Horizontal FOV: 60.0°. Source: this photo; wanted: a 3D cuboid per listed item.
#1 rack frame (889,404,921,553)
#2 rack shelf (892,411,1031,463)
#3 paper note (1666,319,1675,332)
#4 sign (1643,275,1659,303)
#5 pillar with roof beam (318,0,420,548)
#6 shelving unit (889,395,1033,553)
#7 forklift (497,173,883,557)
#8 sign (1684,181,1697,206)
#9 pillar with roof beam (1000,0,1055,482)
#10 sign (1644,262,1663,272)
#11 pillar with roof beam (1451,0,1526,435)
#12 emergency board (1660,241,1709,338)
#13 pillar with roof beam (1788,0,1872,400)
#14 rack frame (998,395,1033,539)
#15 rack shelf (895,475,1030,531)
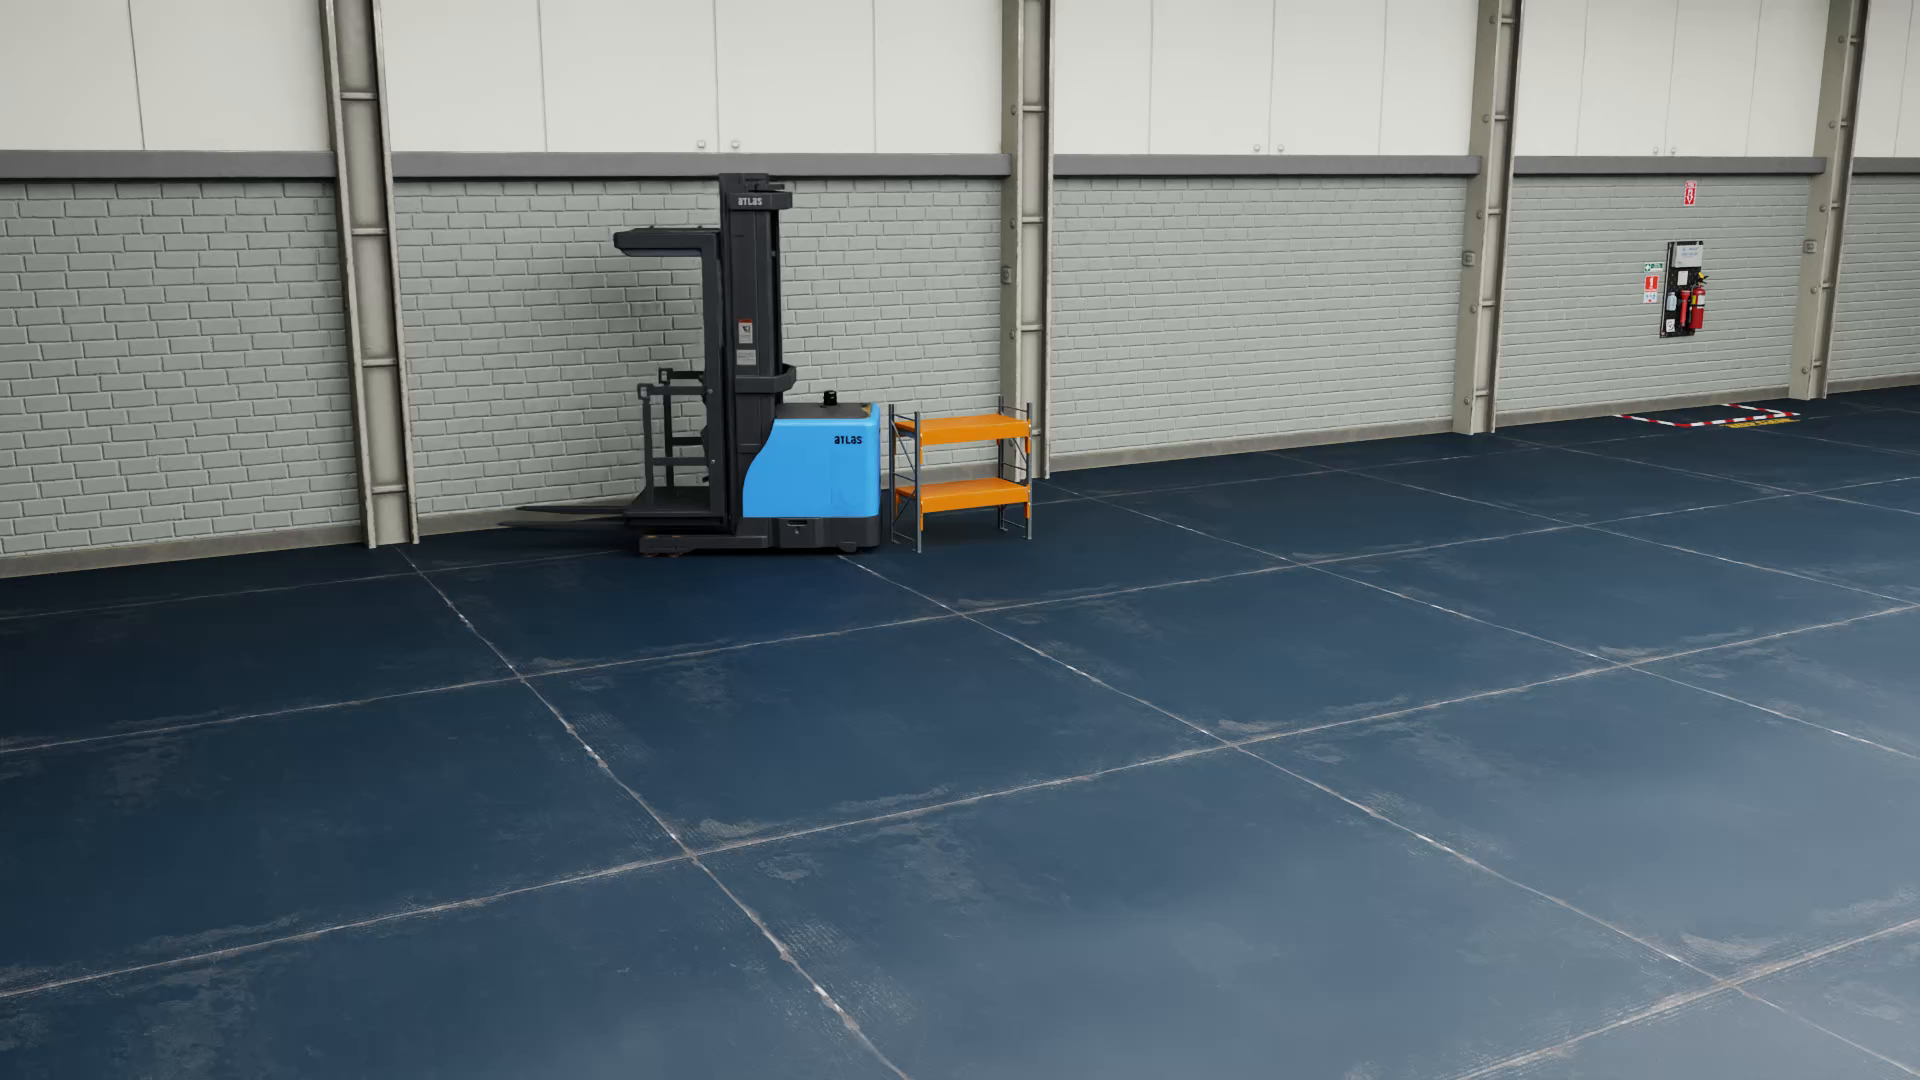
[{"bbox_3d":[-0.440,-0.496,13.251,0.032,1.125,0.500,-7,14,-28],"label":"rack frame"},{"bbox_3d":[0.006,-0.835,13.425,1.000,0.278,0.538,-7,14,-28],"label":"rack shelf"},{"bbox_3d":[8.792,-2.652,20.569,0.142,0.148,0.016,-7,14,-28],"label":"paper note"},{"bbox_3d":[8.445,-3.067,20.322,0.234,0.329,0.001,-7,14,-28],"label":"sign"},{"bbox_3d":[-2.569,-3.544,8.859,0.400,9.000,9.100,-7,14,-28],"label":"pillar with roof beam"},{"bbox_3d":[0.006,-0.549,13.489,1.048,1.125,0.538,-7,14,-28],"label":"shelving unit"},{"bbox_3d":[-2.154,-1.415,13.219,3.031,2.935,1.130,0,13,-1],"label":"forklift"},{"bbox_3d":[8.925,-4.237,20.323,0.199,0.298,0.001,-7,14,-28],"label":"sign"},{"bbox_3d":[2.697,-4.175,11.664,0.400,9.000,9.100,-7,14,-28],"label":"pillar with roof beam"},{"bbox_3d":[8.454,-3.324,20.258,0.331,0.109,0.001,-7,14,-28],"label":"sign"},{"bbox_3d":[7.964,-4.806,14.469,0.400,9.000,9.100,-7,14,-28],"label":"pillar with roof beam"},{"bbox_3d":[8.980,-3.087,20.496,0.643,1.169,0.194,-7,14,-28],"label":"emergency board"},{"bbox_3d":[13.230,-5.437,17.273,0.400,9.000,9.100,-7,14,-28],"label":"pillar with roof beam"},{"bbox_3d":[0.452,-0.603,13.726,0.032,1.125,0.500,-7,14,-28],"label":"rack frame"},{"bbox_3d":[0.006,-0.311,13.543,1.000,0.278,0.538,-7,14,-28],"label":"rack shelf"}]
